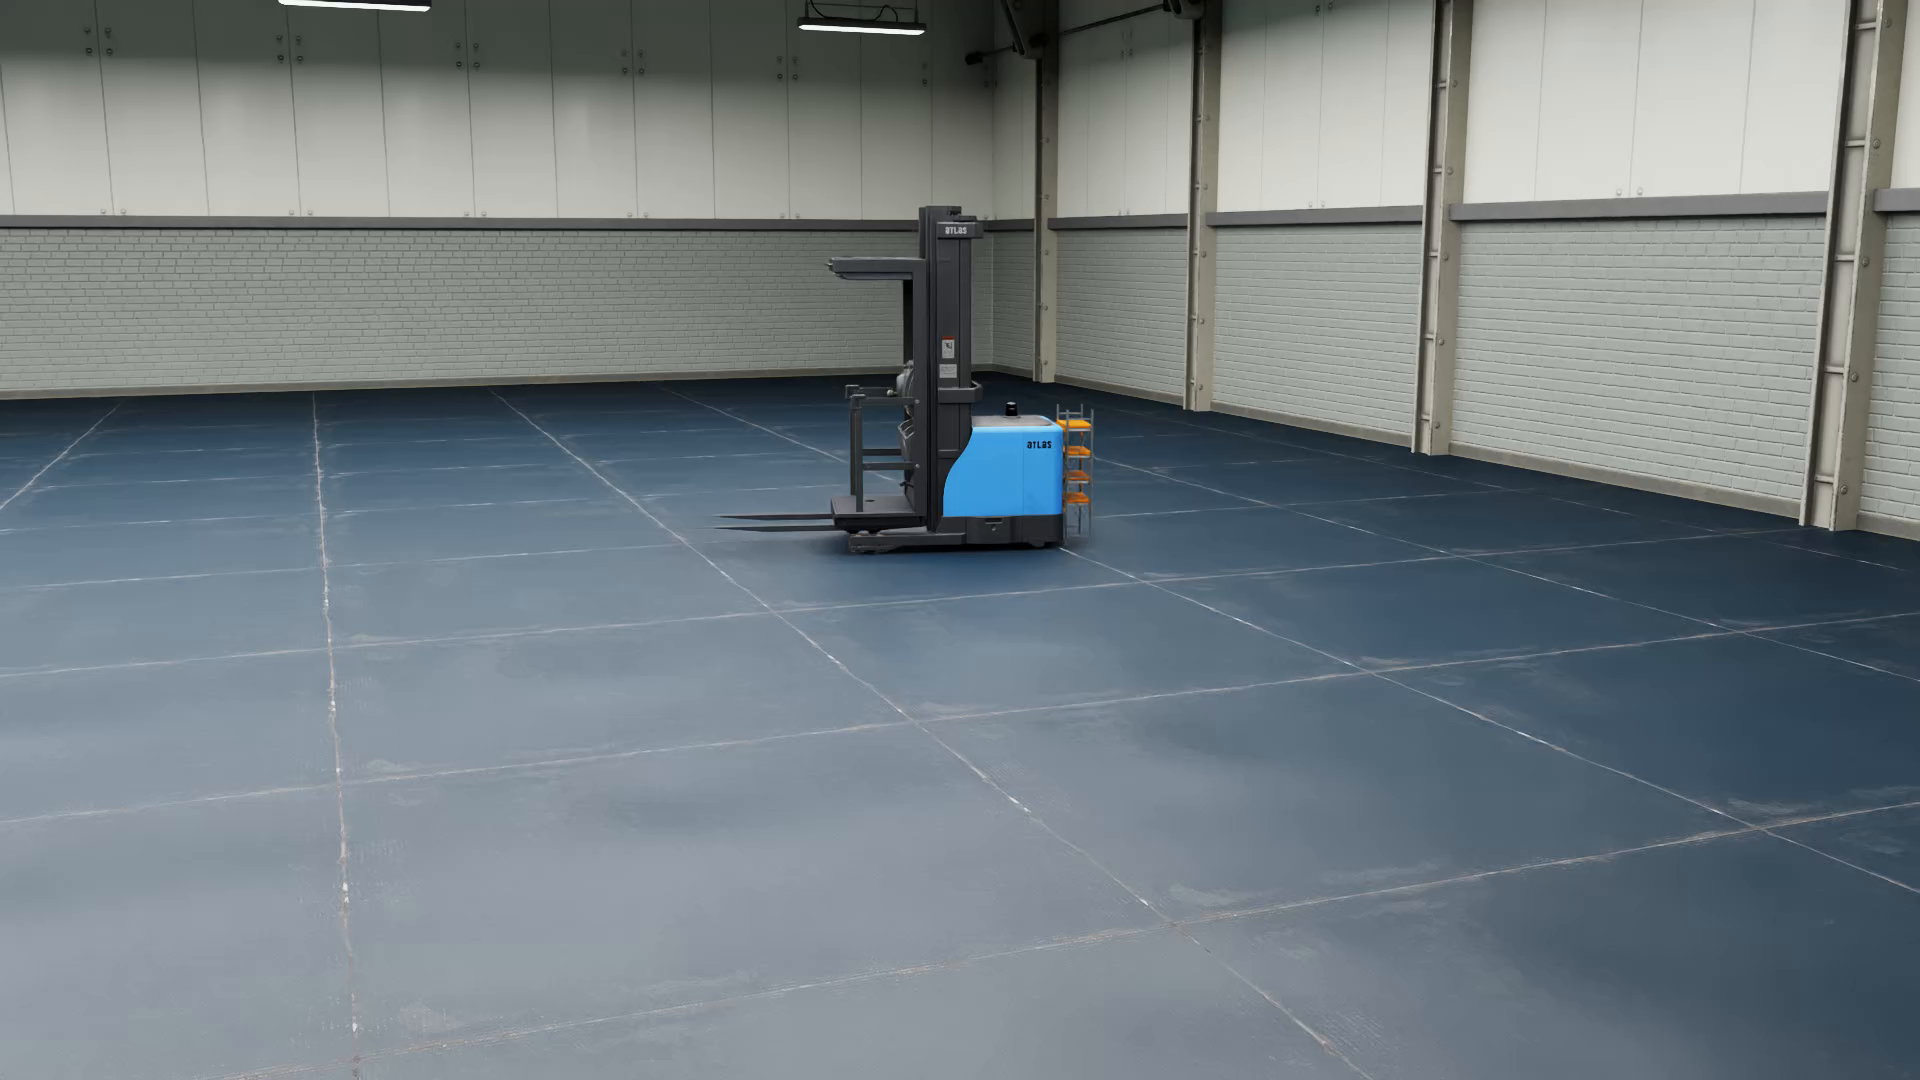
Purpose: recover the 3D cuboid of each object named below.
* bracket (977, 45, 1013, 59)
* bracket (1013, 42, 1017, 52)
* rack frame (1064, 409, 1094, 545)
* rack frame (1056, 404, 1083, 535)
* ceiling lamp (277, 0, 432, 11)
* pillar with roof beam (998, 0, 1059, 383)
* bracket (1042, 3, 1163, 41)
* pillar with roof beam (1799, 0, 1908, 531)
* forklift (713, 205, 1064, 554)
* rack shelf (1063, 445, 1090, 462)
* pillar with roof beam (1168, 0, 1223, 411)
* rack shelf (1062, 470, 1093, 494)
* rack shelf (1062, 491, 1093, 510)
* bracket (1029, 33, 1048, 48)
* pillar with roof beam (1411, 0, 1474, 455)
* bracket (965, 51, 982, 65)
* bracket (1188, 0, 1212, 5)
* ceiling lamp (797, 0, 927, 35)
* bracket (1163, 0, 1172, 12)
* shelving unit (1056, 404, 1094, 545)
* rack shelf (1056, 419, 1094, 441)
[{"bbox_3d":[0.505,-9.601,32.919,0.076,0.066,3.189,-4,11,-21],"label":"bracket"},{"bbox_3d":[1.149,-9.310,31.286,0.235,0.232,0.430,-4,11,-21],"label":"bracket"},{"bbox_3d":[1.039,-0.545,14.553,0.240,1.200,0.015,-1,10,-7],"label":"rack frame"},{"bbox_3d":[0.983,-0.630,15.031,0.240,1.200,0.015,-1,10,-7],"label":"rack frame"},{"bbox_3d":[-8.434,-8.955,22.902,2.000,3.185,0.800,-4,11,-21],"label":"ceiling lamp"},{"bbox_3d":[-2.382,-7.219,29.811,9.100,9.000,0.548,-4,11,-21],"label":"pillar with roof beam"},{"bbox_3d":[2.384,-8.754,28.160,0.076,0.066,4.783,-4,11,-21],"label":"bracket"},{"bbox_3d":[4.141,-4.281,13.294,9.100,9.000,0.400,-4,11,-21],"label":"pillar with roof beam"},{"bbox_3d":[-0.651,-1.419,14.526,3.031,2.935,1.130,-1,10,-6],"label":"forklift"},{"bbox_3d":[1.012,-0.742,14.765,0.258,0.148,0.480,-1,10,-7],"label":"rack shelf"},{"bbox_3d":[-0.208,-6.240,24.306,9.100,9.000,0.548,-4,11,-21],"label":"pillar with roof beam"},{"bbox_3d":[1.011,-0.521,14.804,0.258,0.148,0.480,-1,10,-7],"label":"rack shelf"},{"bbox_3d":[1.009,-0.326,14.838,0.258,0.148,0.480,-1,10,-7],"label":"rack shelf"},{"bbox_3d":[1.450,-9.175,30.525,0.235,0.232,0.430,-4,11,-21],"label":"bracket"},{"bbox_3d":[1.967,-5.261,18.800,9.100,9.000,0.400,-4,11,-21],"label":"pillar with roof beam"},{"bbox_3d":[0.291,-9.697,33.461,0.235,0.232,0.430,-4,11,-21],"label":"bracket"},{"bbox_3d":[3.624,-8.195,25.019,0.235,0.232,0.430,-4,11,-21],"label":"bracket"},{"bbox_3d":[-1.592,-9.421,25.521,2.000,3.185,0.800,-4,11,-21],"label":"ceiling lamp"},{"bbox_3d":[3.324,-8.331,25.781,0.235,0.232,0.430,-4,11,-21],"label":"bracket"},{"bbox_3d":[1.011,-0.588,14.792,0.258,1.200,0.503,-1,10,-7],"label":"shelving unit"},{"bbox_3d":[1.014,-0.975,14.723,0.258,0.148,0.480,-1,10,-7],"label":"rack shelf"}]
